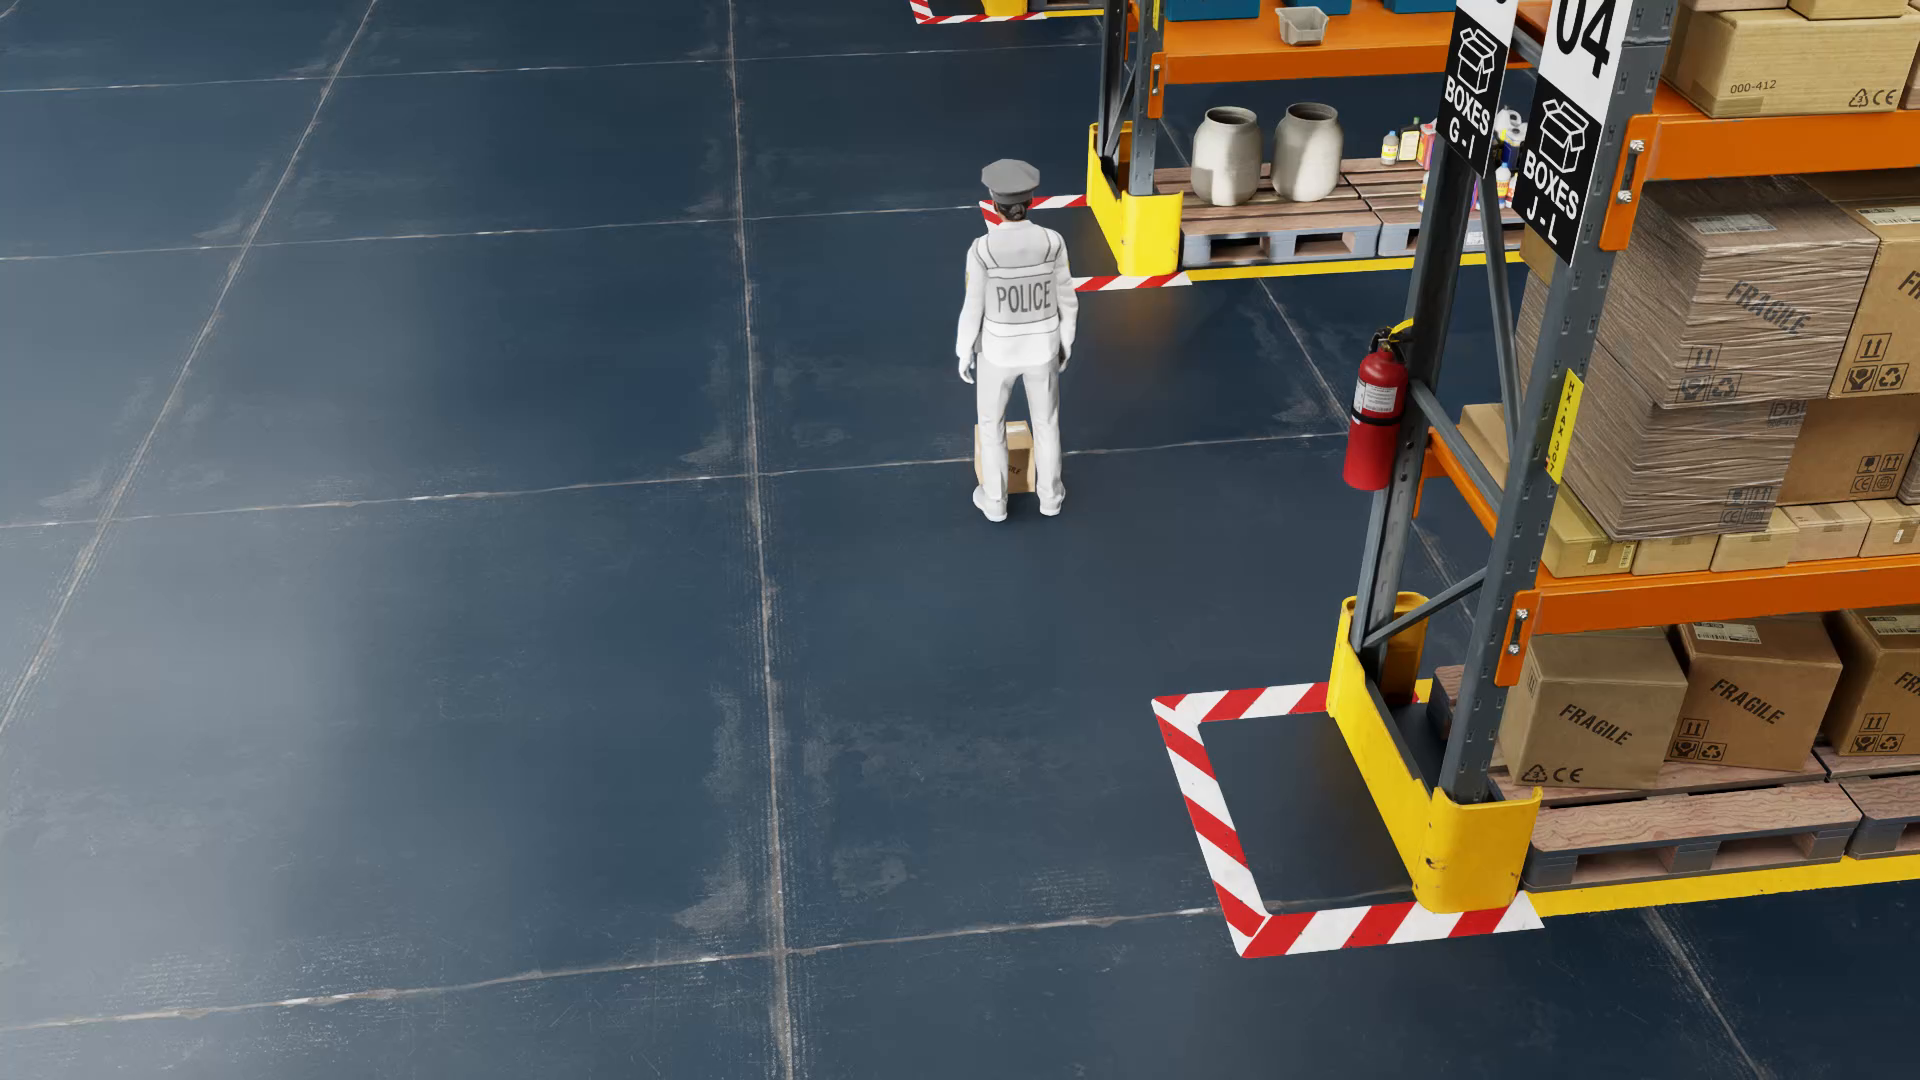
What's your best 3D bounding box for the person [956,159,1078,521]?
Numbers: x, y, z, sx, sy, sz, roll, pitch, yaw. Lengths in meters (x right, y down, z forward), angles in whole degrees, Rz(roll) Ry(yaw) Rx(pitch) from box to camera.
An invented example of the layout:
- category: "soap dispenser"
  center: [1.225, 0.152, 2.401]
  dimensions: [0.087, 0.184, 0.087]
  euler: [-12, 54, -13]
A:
- category: "person"
  center: [0.248, -0.830, 7.329]
  dimensions: [0.543, 1.662, 0.376]
  euler: [-7, 36, -9]
